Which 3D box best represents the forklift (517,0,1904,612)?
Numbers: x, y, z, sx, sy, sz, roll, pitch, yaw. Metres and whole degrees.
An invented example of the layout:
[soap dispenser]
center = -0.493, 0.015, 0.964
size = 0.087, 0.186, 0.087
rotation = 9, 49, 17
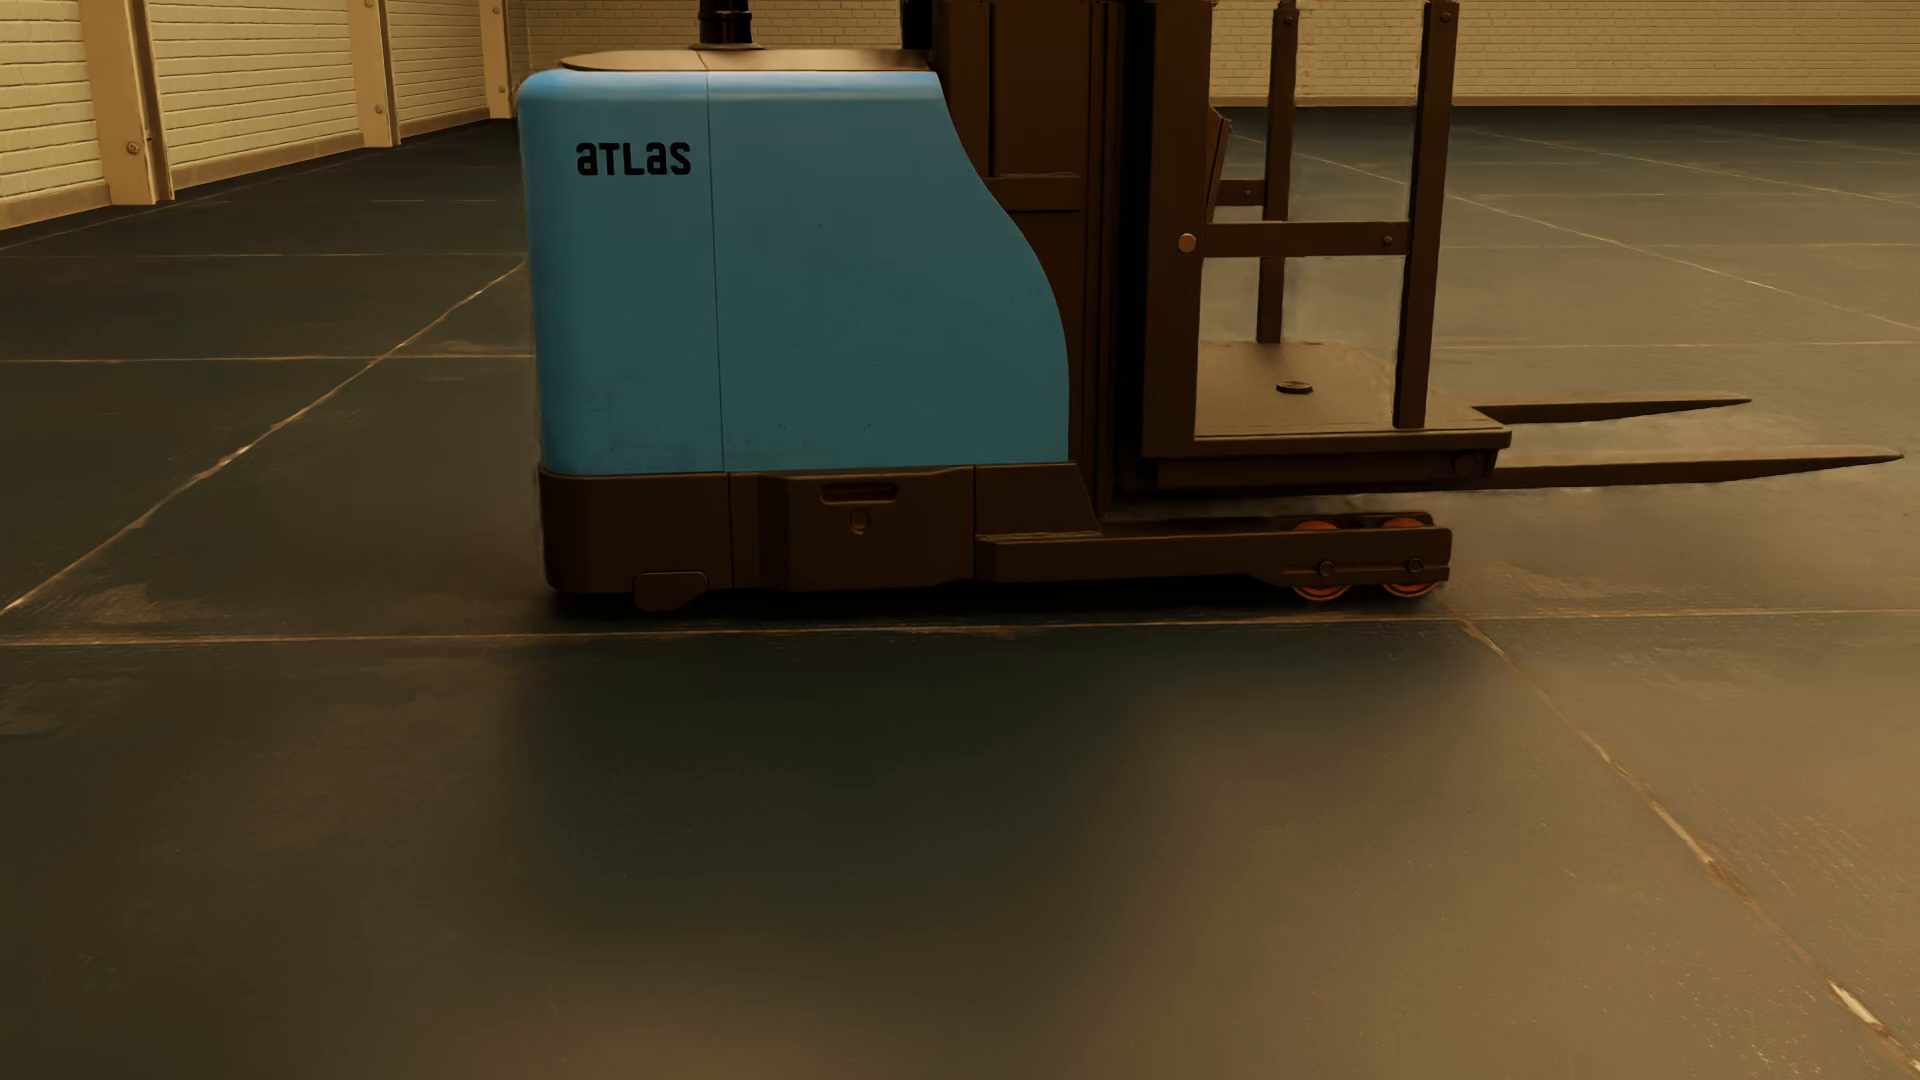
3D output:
[forklift]
center = 0.609, -1.425, 3.567
size = 3.031, 2.935, 1.130
rotation = -2, 17, -6
